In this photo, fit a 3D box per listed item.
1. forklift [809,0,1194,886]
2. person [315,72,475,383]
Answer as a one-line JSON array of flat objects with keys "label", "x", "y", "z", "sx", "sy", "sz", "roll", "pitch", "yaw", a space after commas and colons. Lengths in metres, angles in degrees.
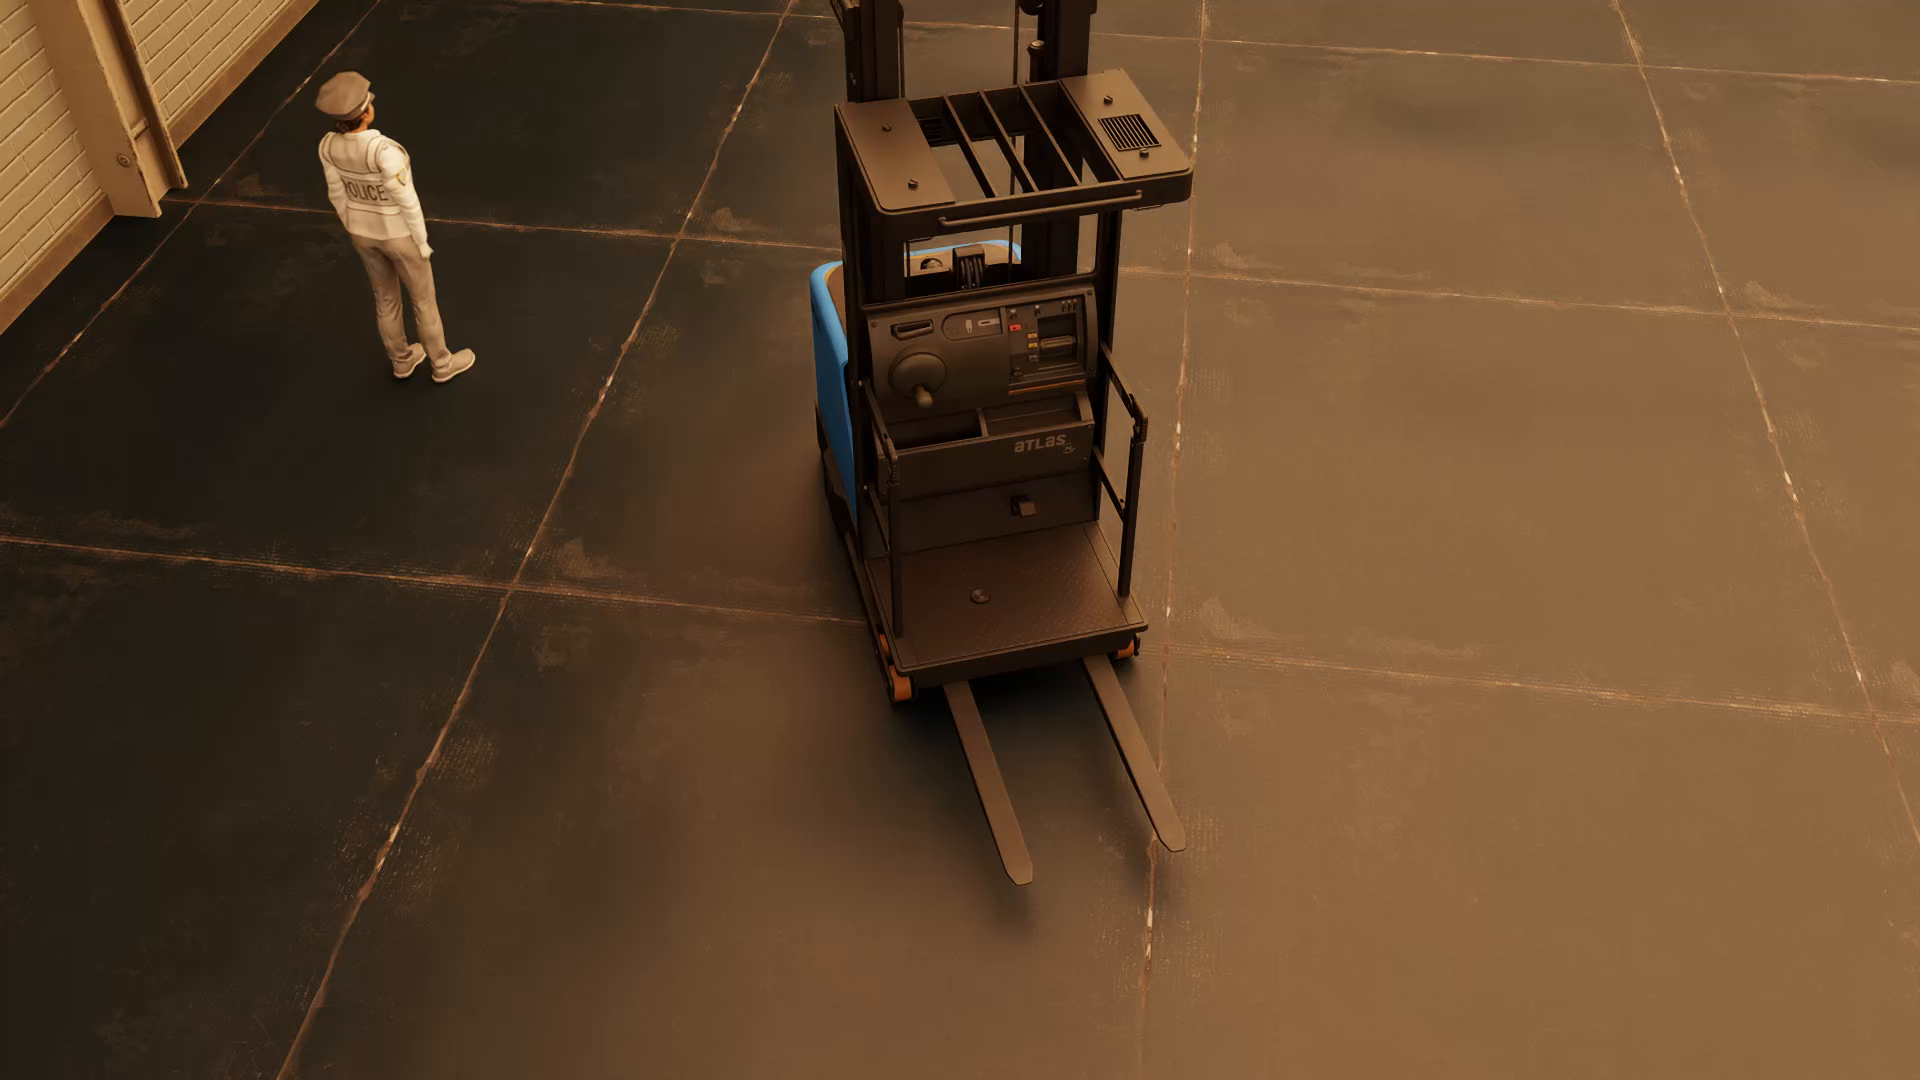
[{"label": "forklift", "x": 0.153, "y": -0.681, "z": 6.465, "sx": 1.130, "sy": 2.935, "sz": 3.031, "roll": -10, "pitch": 44, "yaw": -11}, {"label": "person", "x": -2.856, "y": -1.537, "z": 8.317, "sx": 0.463, "sy": 1.693, "sz": 0.348, "roll": 11, "pitch": 44, "yaw": 11}]
